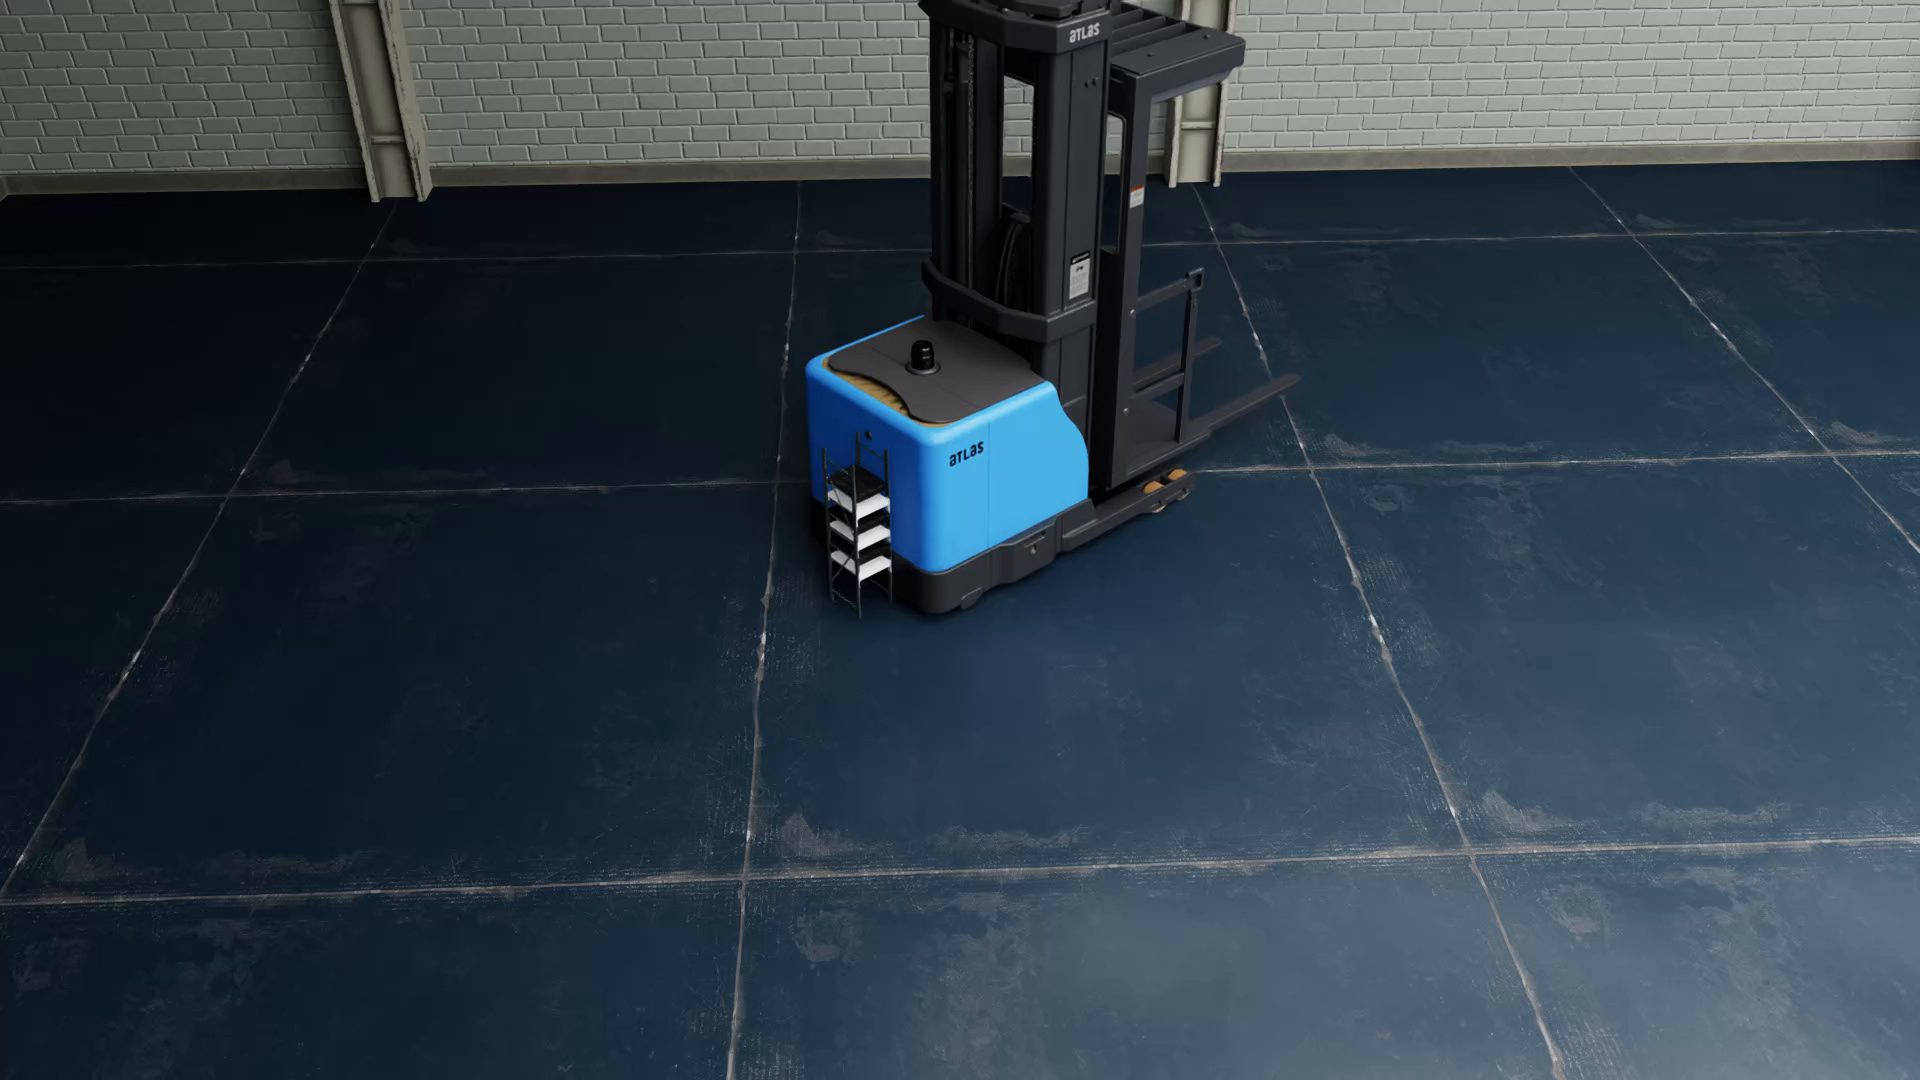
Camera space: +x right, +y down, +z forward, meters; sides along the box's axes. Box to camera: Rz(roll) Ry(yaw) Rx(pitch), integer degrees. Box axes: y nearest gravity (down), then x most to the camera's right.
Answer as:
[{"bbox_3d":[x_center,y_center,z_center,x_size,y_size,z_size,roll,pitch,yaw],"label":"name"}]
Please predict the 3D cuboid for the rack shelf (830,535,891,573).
[{"bbox_3d":[-0.495,0.039,8.156,0.200,0.077,0.258,-27,43,-33],"label":"rack shelf"}]

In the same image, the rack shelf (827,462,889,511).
[{"bbox_3d":[-0.495,-0.257,7.951,0.200,0.077,0.258,-27,43,-33],"label":"rack shelf"}]

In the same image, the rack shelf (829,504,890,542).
[{"bbox_3d":[-0.495,-0.109,8.054,0.200,0.077,0.258,-27,43,-33],"label":"rack shelf"}]

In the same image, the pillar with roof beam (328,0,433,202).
[{"bbox_3d":[-4.010,-3.873,6.475,0.400,9.000,9.100,-2,35,-2],"label":"pillar with roof beam"}]

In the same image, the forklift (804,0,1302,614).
[{"bbox_3d":[0.656,-1.554,8.456,3.031,2.935,1.130,-27,43,-33],"label":"forklift"}]

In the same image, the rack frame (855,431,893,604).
[{"bbox_3d":[-0.419,-0.101,8.141,0.006,0.900,0.240,-27,43,-33],"label":"rack frame"}]

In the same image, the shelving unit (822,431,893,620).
[{"bbox_3d":[-0.495,-0.063,8.086,0.210,0.900,0.258,-27,43,-33],"label":"shelving unit"}]

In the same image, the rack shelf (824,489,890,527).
[{"bbox_3d":[-0.495,-0.183,8.003,0.200,0.077,0.258,-27,43,-33],"label":"rack shelf"}]

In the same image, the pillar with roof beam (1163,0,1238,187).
[{"bbox_3d":[1.983,-4.035,6.709,0.400,9.000,9.100,-2,35,-2],"label":"pillar with roof beam"}]

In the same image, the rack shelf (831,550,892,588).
[{"bbox_3d":[-0.495,0.113,8.207,0.200,0.077,0.258,-27,43,-33],"label":"rack shelf"}]

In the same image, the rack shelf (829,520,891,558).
[{"bbox_3d":[-0.495,-0.035,8.105,0.200,0.077,0.258,-27,43,-33],"label":"rack shelf"}]

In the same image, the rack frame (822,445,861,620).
[{"bbox_3d":[-0.571,-0.024,8.031,0.006,0.900,0.240,-27,43,-33],"label":"rack frame"}]
